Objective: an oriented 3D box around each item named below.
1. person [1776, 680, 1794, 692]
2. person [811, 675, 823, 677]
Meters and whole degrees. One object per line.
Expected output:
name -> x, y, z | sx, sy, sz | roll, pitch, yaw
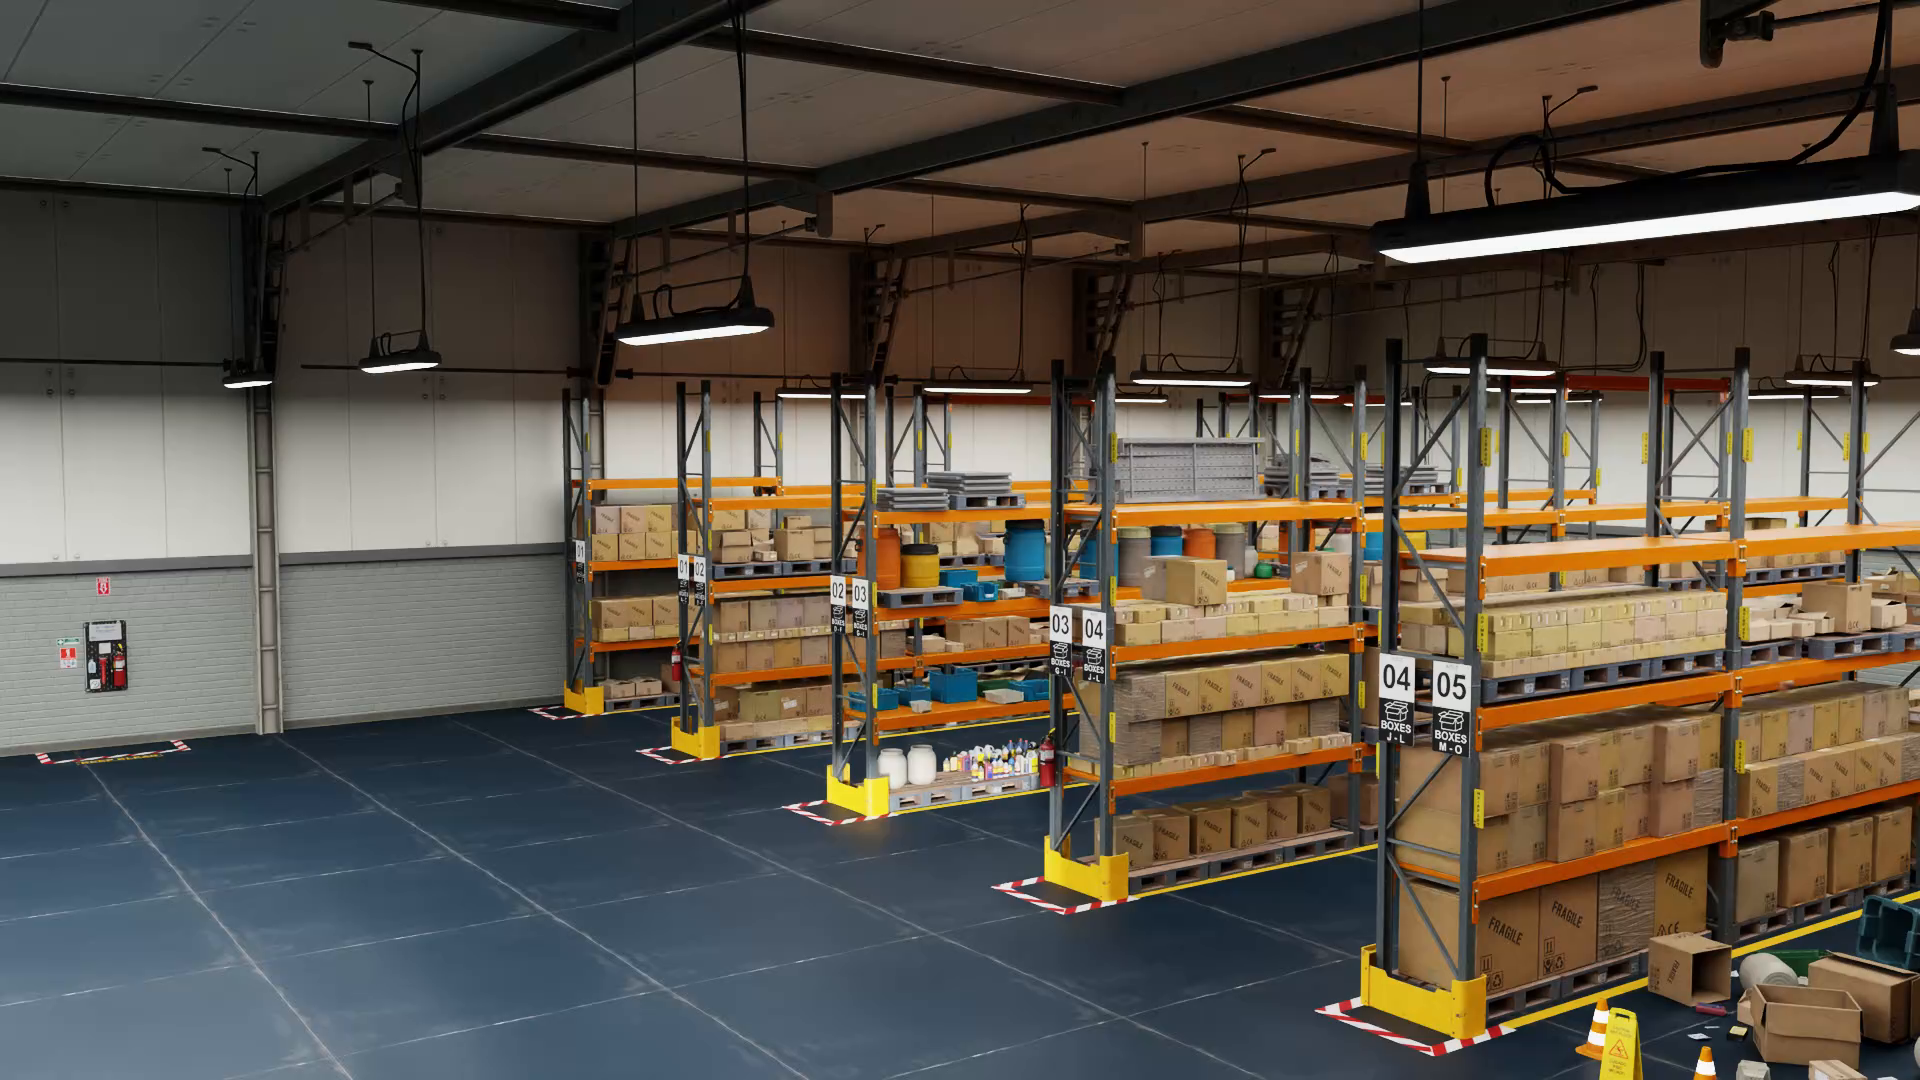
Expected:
person -> 11.611, 2.789, 23.462 | 0.544, 1.731, 0.402 | -2, 4, -25
person -> -2.696, 2.322, 30.512 | 0.602, 1.743, 0.594 | 0, 4, -1
